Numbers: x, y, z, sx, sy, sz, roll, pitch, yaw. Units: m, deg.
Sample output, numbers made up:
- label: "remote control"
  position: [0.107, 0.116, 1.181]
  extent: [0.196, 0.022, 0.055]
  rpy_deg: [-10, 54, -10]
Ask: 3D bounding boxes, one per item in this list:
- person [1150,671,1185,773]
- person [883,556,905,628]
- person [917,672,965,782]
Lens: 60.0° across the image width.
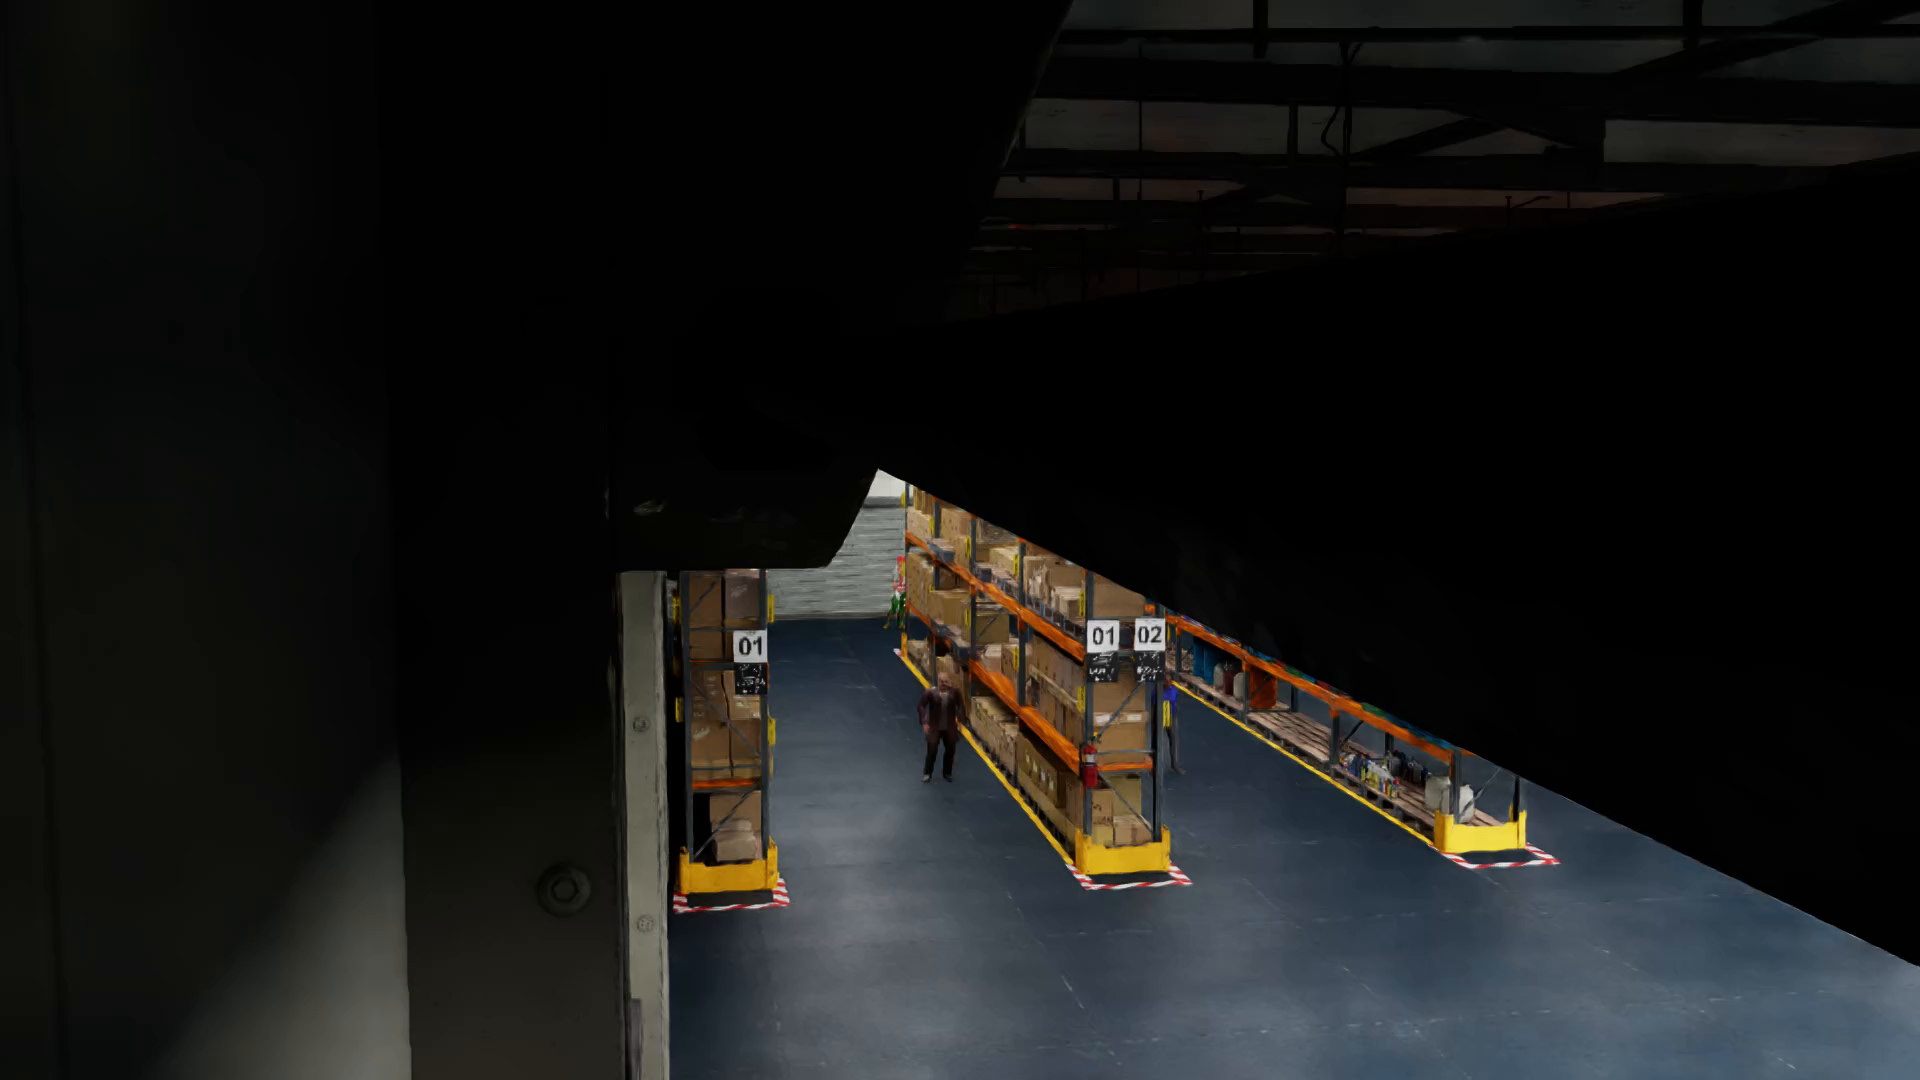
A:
- label: "person"
  position: [3.213, 2.838, 26.131]
  extent: [0.447, 1.546, 1.088]
  rpy_deg: [-1, 6, -7]
- label: "person"
  position: [-1.544, 1.270, 40.314]
  extent: [0.494, 1.785, 0.714]
  rpy_deg: [4, 7, 35]
- label: "person"
  position: [-0.290, 2.843, 25.396]
  extent: [0.729, 1.734, 0.546]
  rpy_deg: [-1, 6, -10]
